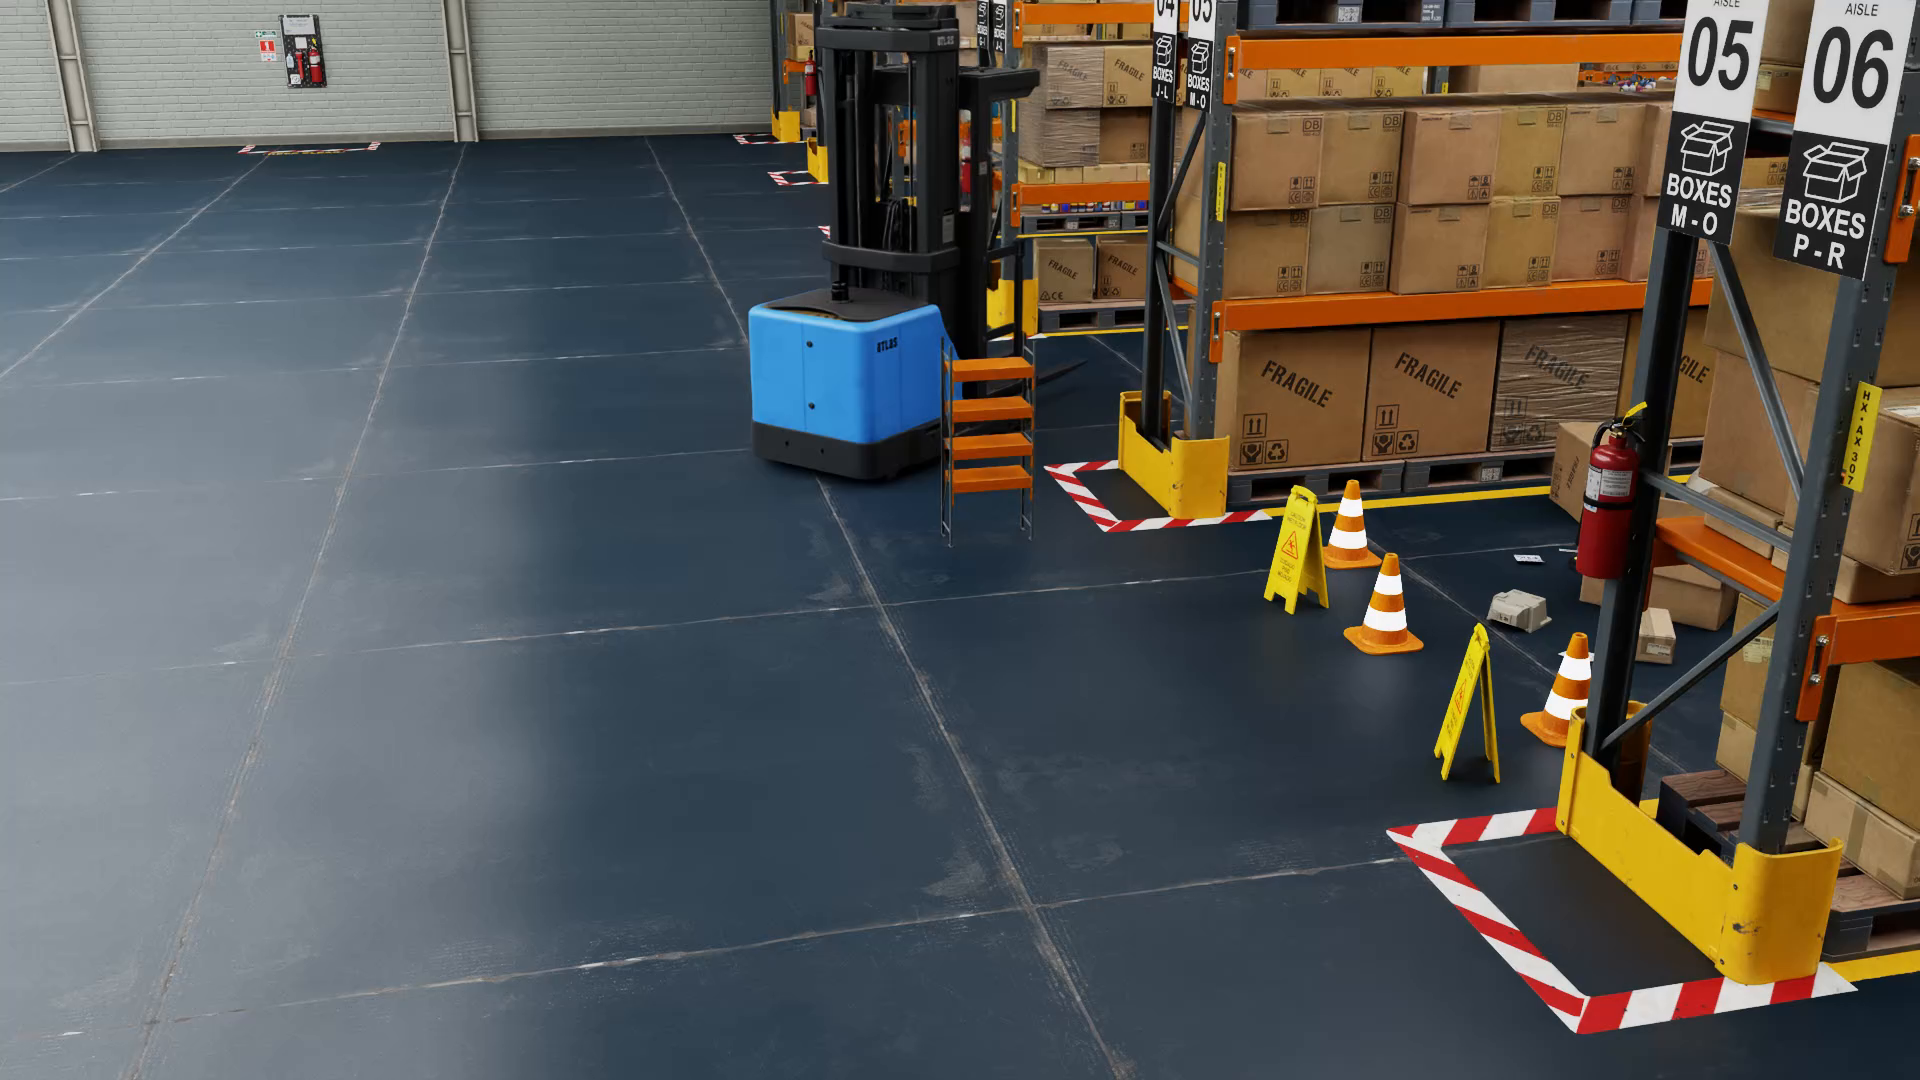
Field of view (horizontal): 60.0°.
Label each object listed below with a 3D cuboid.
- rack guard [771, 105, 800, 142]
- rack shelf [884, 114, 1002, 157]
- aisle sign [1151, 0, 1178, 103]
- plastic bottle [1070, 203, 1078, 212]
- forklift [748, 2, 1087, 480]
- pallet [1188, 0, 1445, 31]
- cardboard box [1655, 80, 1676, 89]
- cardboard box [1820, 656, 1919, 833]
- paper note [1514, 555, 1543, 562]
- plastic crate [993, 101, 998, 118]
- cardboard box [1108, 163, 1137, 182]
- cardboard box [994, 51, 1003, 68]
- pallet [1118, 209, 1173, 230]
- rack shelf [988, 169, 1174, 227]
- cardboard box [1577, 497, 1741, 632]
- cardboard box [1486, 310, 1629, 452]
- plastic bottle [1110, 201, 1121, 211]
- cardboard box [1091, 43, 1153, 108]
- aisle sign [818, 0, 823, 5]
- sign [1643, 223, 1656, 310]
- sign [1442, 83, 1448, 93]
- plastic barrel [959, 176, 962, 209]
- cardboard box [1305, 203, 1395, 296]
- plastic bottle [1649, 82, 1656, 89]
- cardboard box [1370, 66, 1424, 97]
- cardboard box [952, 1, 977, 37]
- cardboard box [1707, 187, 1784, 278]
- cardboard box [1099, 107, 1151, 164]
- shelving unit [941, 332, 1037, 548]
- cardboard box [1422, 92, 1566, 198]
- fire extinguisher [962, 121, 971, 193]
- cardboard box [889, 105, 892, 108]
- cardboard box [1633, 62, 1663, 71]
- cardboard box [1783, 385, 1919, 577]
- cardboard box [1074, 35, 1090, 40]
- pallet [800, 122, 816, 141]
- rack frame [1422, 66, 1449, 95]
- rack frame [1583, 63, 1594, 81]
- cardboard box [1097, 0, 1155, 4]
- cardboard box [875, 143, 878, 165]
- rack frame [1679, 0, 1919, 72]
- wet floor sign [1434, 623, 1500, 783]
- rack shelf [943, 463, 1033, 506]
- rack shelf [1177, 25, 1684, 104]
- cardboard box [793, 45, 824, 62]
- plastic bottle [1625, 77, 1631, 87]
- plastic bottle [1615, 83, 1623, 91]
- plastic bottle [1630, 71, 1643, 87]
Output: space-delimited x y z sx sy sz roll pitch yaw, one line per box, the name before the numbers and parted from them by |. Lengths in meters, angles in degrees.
rack guard | -3.018 -7.212 28.776 0.348 0.500 1.175 -5 21 -12
rack shelf | 1.135 -4.884 19.833 4.000 0.370 1.077 -5 21 -12
aisle sign | 1.233 -3.053 10.008 0.004 0.787 0.394 -5 21 -12
plastic bottle | 1.358 -4.055 19.852 0.097 0.271 0.097 0 20 0
forklift | -0.145 -2.210 11.585 1.130 2.935 3.031 13 24 32
pallet | 2.090 -3.167 9.866 1.213 0.211 1.003 -5 21 -12
cardboard box | 7.077 -4.149 16.025 0.500 0.500 0.700 -2 20 -4
cardboard box | 3.480 0.680 5.894 0.500 0.500 0.500 -5 21 -14
paper note | 3.247 0.105 9.486 0.142 0.017 0.144 2 20 6
plastic crate | 0.240 -5.183 19.819 0.408 0.251 0.499 -5 21 -12
cardboard box | 1.393 -3.285 14.788 0.250 0.149 0.380 -5 21 -12
cardboard box | 0.513 -6.966 24.325 0.500 0.500 0.700 -4 21 -12
pallet | 2.418 -4.032 20.514 1.213 0.211 1.003 -5 21 -12
rack shelf | 2.274 -3.226 15.307 4.000 0.370 1.077 -5 21 -12
cardboard box | 3.735 0.097 8.818 0.797 0.503 0.637 14 25 34
cardboard box | 3.759 -1.155 11.084 0.875 0.875 0.875 -4 21 -12
plastic bottle | 1.860 -4.108 19.989 0.135 0.276 0.152 -4 21 -11
cardboard box | 1.414 -4.051 14.482 0.500 0.500 0.500 -5 21 -12
aisle sign | -1.941 -7.835 23.063 0.004 0.787 0.394 -5 21 -12
sign | 2.500 -0.968 5.953 0.005 0.325 0.100 -5 21 -12
sign | 4.353 -3.948 14.972 0.005 0.325 0.100 -5 21 -12
plastic barrel | -0.189 -4.170 19.845 0.421 0.512 0.421 0 20 0
cardboard box | 2.252 -1.903 10.431 0.550 0.550 0.875 -5 21 -12
plastic bottle | 8.819 -5.674 21.125 0.135 0.276 0.152 -5 21 -12
cardboard box | 3.846 -4.251 15.026 0.500 0.500 0.500 -5 21 -12
cardboard box | 0.049 -7.538 24.001 0.500 0.500 0.700 -5 21 -12
cardboard box | 4.907 -2.091 10.945 0.550 0.550 0.875 -5 21 -12
cardboard box | 1.328 -3.706 14.994 0.500 0.500 0.875 -5 21 -12
shelving unit | 0.161 -0.576 9.644 0.503 1.200 0.258 -5 21 -12
cardboard box | 3.317 -2.490 10.463 0.500 0.550 0.875 -5 21 -12
fire extinguisher | 0.111 -3.515 15.161 0.183 0.674 0.296 -5 21 -12
cardboard box | -1.117 -7.524 28.987 0.500 0.500 0.700 -6 21 -16
cardboard box | 10.786 -7.709 26.354 0.500 0.500 0.500 -4 21 -12
cardboard box | 3.133 -0.220 5.476 0.500 0.500 0.500 -5 21 -13
cardboard box | 1.729 -7.297 24.285 0.250 0.149 0.380 -5 21 -13
pallet | -2.219 -7.129 28.969 1.213 0.211 1.003 -5 21 -12
rack frame | 4.221 -3.722 15.615 0.127 3.000 1.000 -5 21 -12
rack frame | 9.730 -7.672 26.397 0.127 3.000 1.000 -5 21 -12
cardboard box | 1.357 -4.738 14.246 0.500 0.250 0.500 -5 21 -14
cardboard box | -1.375 -5.596 24.117 0.500 0.250 0.500 -5 21 -12
rack frame | 2.608 -2.906 4.664 0.127 3.000 1.000 -5 21 -12
wet floor sign | 2.177 0.674 7.037 0.232 0.644 0.267 2 20 6
rack shelf | 0.161 -0.327 9.735 0.480 0.148 0.258 -5 21 -12
rack shelf | 3.317 -2.966 10.237 4.000 0.370 1.077 -5 21 -12
cardboard box | -2.544 -8.251 28.168 0.500 0.250 0.500 -5 21 -14
plastic bottle | 8.705 -5.912 21.763 0.133 0.283 0.061 -5 21 -12
plastic bottle | 8.285 -5.618 20.961 0.133 0.283 0.061 -5 21 -12
plastic bottle | 8.855 -5.963 21.803 0.185 0.351 0.144 -5 21 -12
